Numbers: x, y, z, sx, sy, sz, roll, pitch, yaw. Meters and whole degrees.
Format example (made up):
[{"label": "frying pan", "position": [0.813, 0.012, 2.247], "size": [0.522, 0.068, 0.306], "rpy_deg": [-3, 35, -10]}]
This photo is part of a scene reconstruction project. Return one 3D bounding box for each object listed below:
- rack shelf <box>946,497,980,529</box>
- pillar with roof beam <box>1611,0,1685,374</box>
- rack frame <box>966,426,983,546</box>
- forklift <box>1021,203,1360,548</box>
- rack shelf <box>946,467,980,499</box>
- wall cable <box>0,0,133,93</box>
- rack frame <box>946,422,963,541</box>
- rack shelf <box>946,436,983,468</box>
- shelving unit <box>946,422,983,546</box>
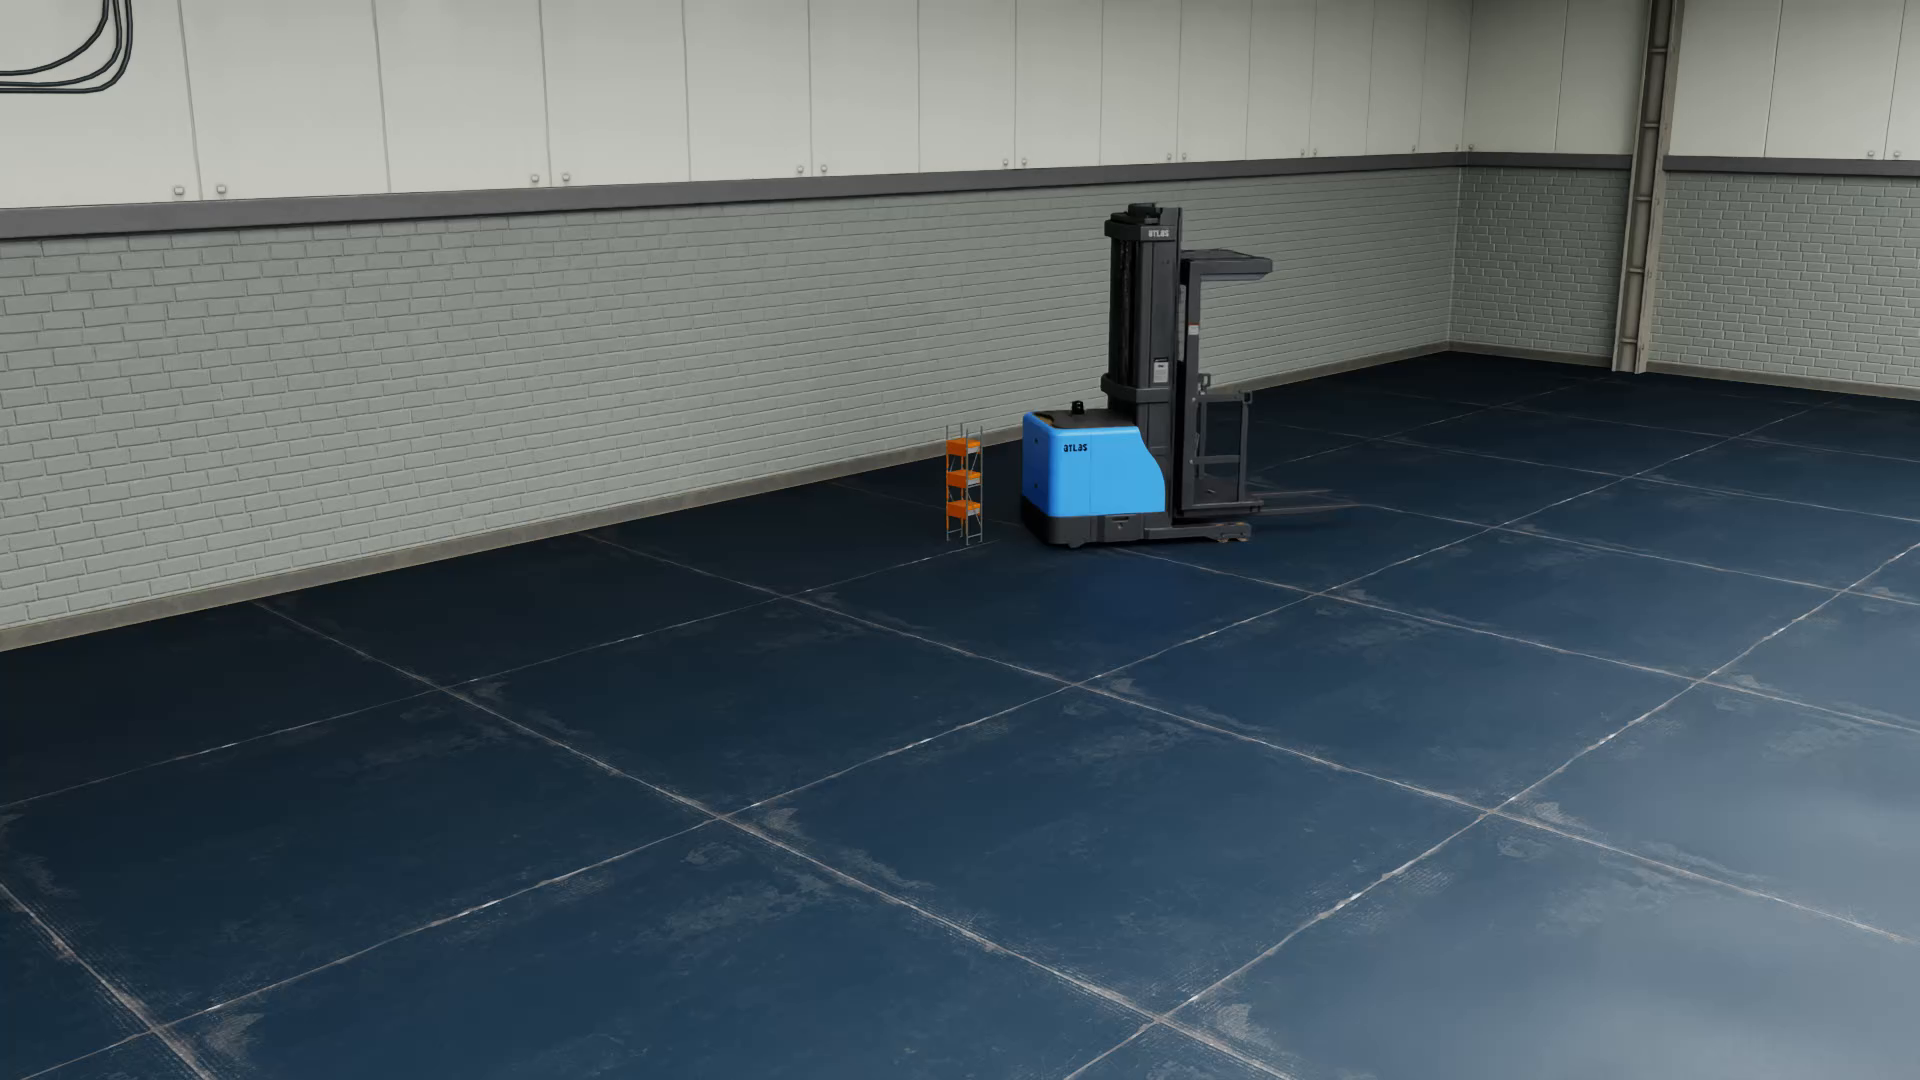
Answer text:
[{"label": "rack shelf", "position": [0.039, -0.219, 14.837], "size": [0.240, 0.259, 0.215], "rpy_deg": [14, 20, 42]}, {"label": "pillar with roof beam", "position": [6.856, -6.060, 20.343], "size": [0.400, 9.000, 9.100], "rpy_deg": [14, 20, 42]}, {"label": "rack frame", "position": [0.126, -0.477, 14.682], "size": [0.008, 1.050, 0.200], "rpy_deg": [14, 20, 42]}, {"label": "forklift", "position": [2.134, -1.521, 14.957], "size": [3.031, 2.935, 1.130], "rpy_deg": [-3, 15, -13]}, {"label": "rack shelf", "position": [0.039, -0.488, 14.766], "size": [0.240, 0.259, 0.215], "rpy_deg": [14, 20, 42]}, {"label": "wall cable", "position": [-6.622, -5.246, 10.472], "size": [0.169, 6.003, 2.305], "rpy_deg": [14, 20, 42]}, {"label": "rack frame", "position": [-0.049, -0.520, 14.846], "size": [0.008, 1.050, 0.200], "rpy_deg": [14, 20, 42]}, {"label": "rack shelf", "position": [0.039, -0.763, 14.695], "size": [0.240, 0.259, 0.215], "rpy_deg": [14, 20, 42]}, {"label": "shelving unit", "position": [0.039, -0.499, 14.764], "size": [0.252, 1.050, 0.215], "rpy_deg": [14, 20, 42]}]
